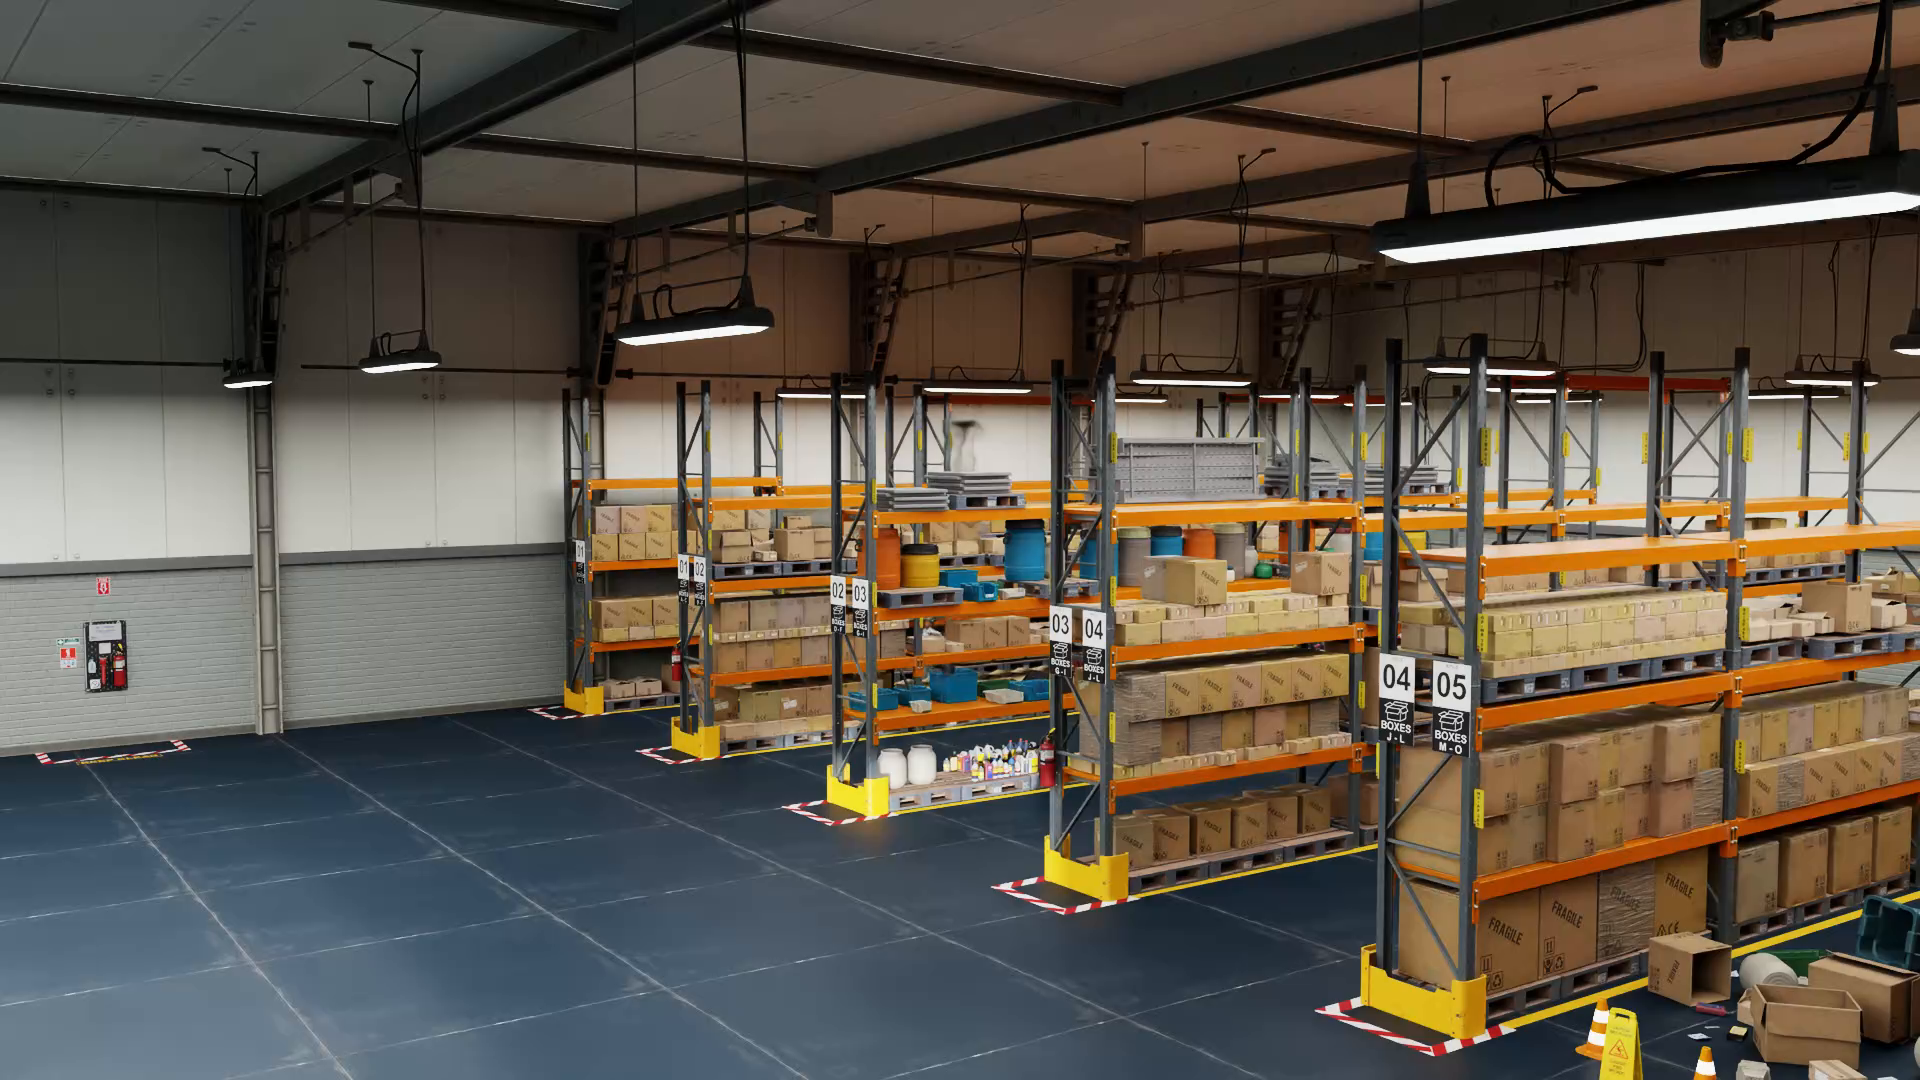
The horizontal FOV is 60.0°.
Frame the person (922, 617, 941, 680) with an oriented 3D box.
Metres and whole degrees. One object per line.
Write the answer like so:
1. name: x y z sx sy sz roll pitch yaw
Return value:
1. person: -0.597 2.260 32.319 0.724 1.654 0.625 -3 5 -43
